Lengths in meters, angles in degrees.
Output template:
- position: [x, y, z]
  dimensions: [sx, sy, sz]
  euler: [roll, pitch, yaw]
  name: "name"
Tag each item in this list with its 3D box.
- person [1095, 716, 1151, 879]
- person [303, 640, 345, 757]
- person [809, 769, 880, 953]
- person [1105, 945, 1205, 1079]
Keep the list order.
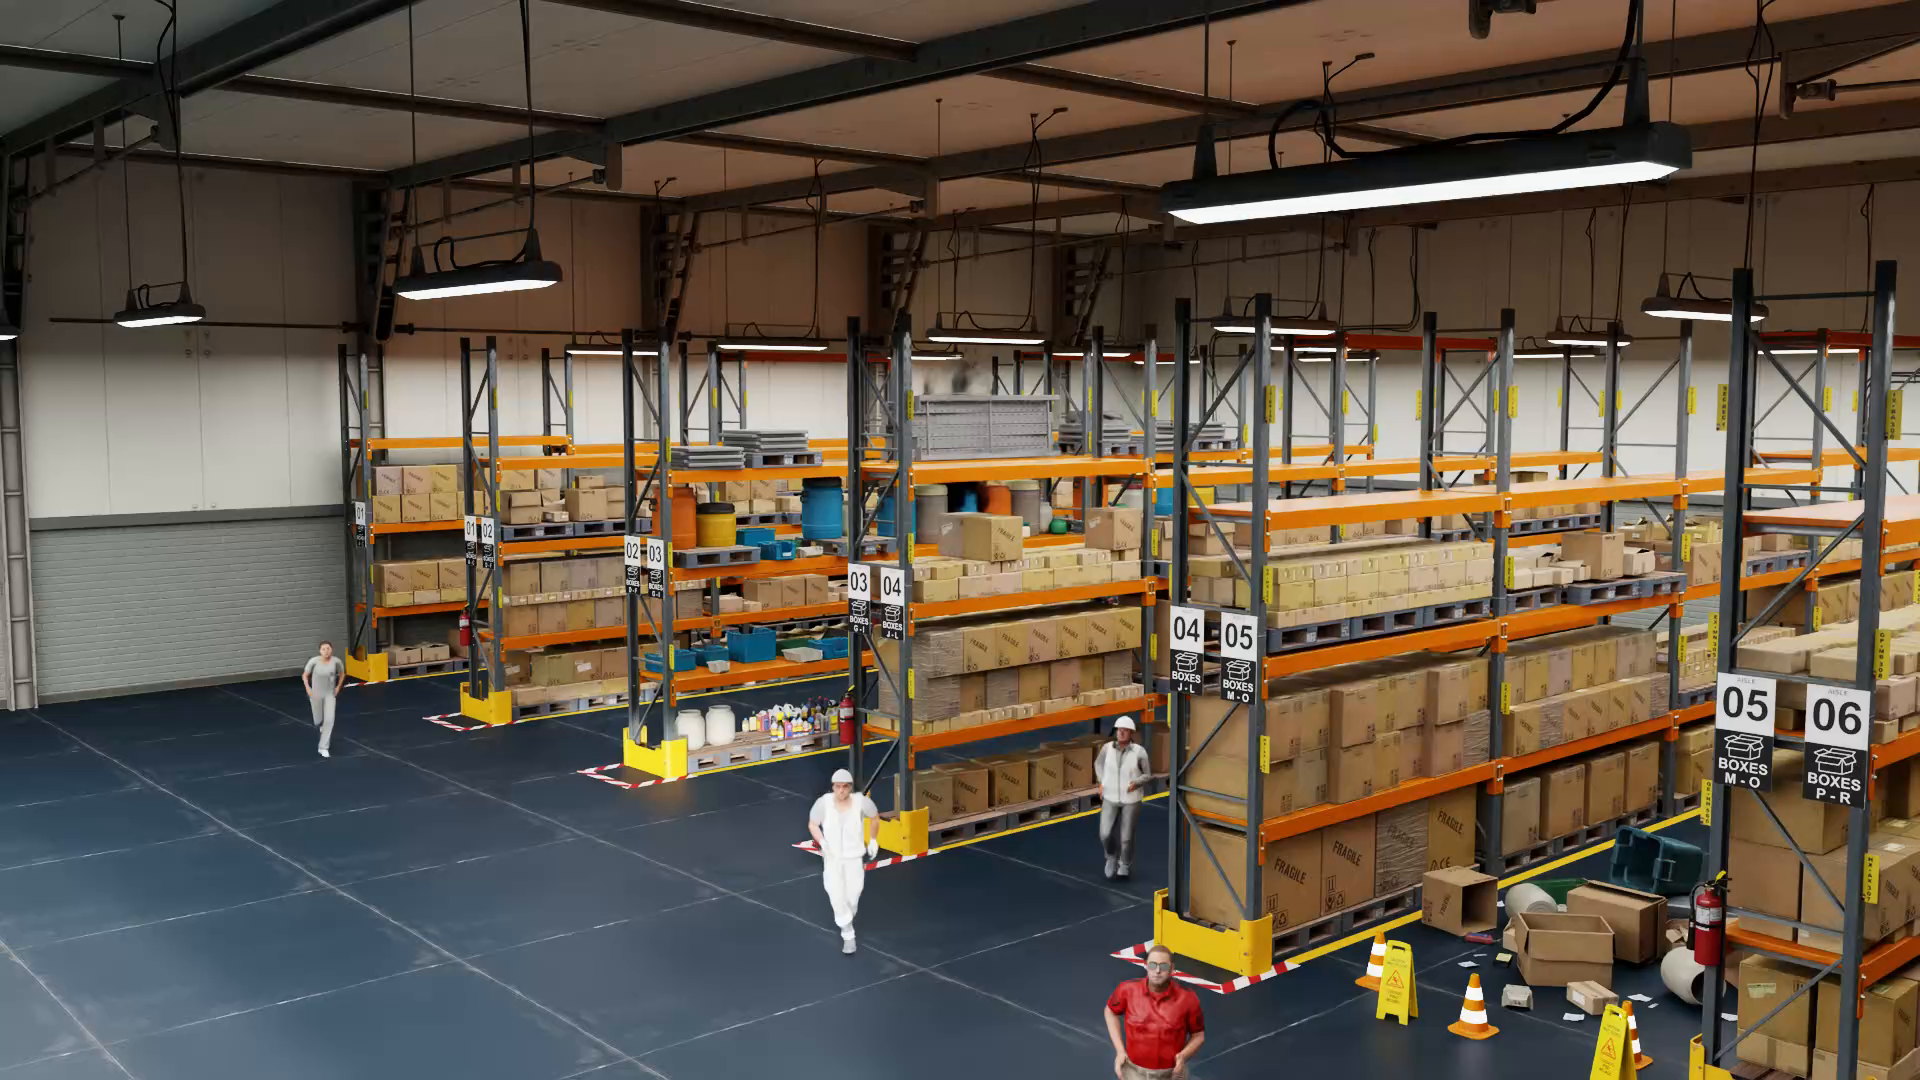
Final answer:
- position: [1.690, 2.724, 17.488]
  dimensions: [0.633, 1.747, 0.661]
  euler: [1, 5, 14]
  name: "person"
- position: [-9.124, 2.240, 23.879]
  dimensions: [0.569, 1.652, 0.887]
  euler: [-2, 6, -24]
  name: "person"
- position: [-1.075, 2.933, 15.426]
  dimensions: [0.646, 1.726, 0.710]
  euler: [0, 5, 2]
  name: "person"
- position: [1.211, 3.392, 10.396]
  dimensions: [0.633, 1.714, 0.655]
  euler: [1, 5, 7]
  name: "person"
